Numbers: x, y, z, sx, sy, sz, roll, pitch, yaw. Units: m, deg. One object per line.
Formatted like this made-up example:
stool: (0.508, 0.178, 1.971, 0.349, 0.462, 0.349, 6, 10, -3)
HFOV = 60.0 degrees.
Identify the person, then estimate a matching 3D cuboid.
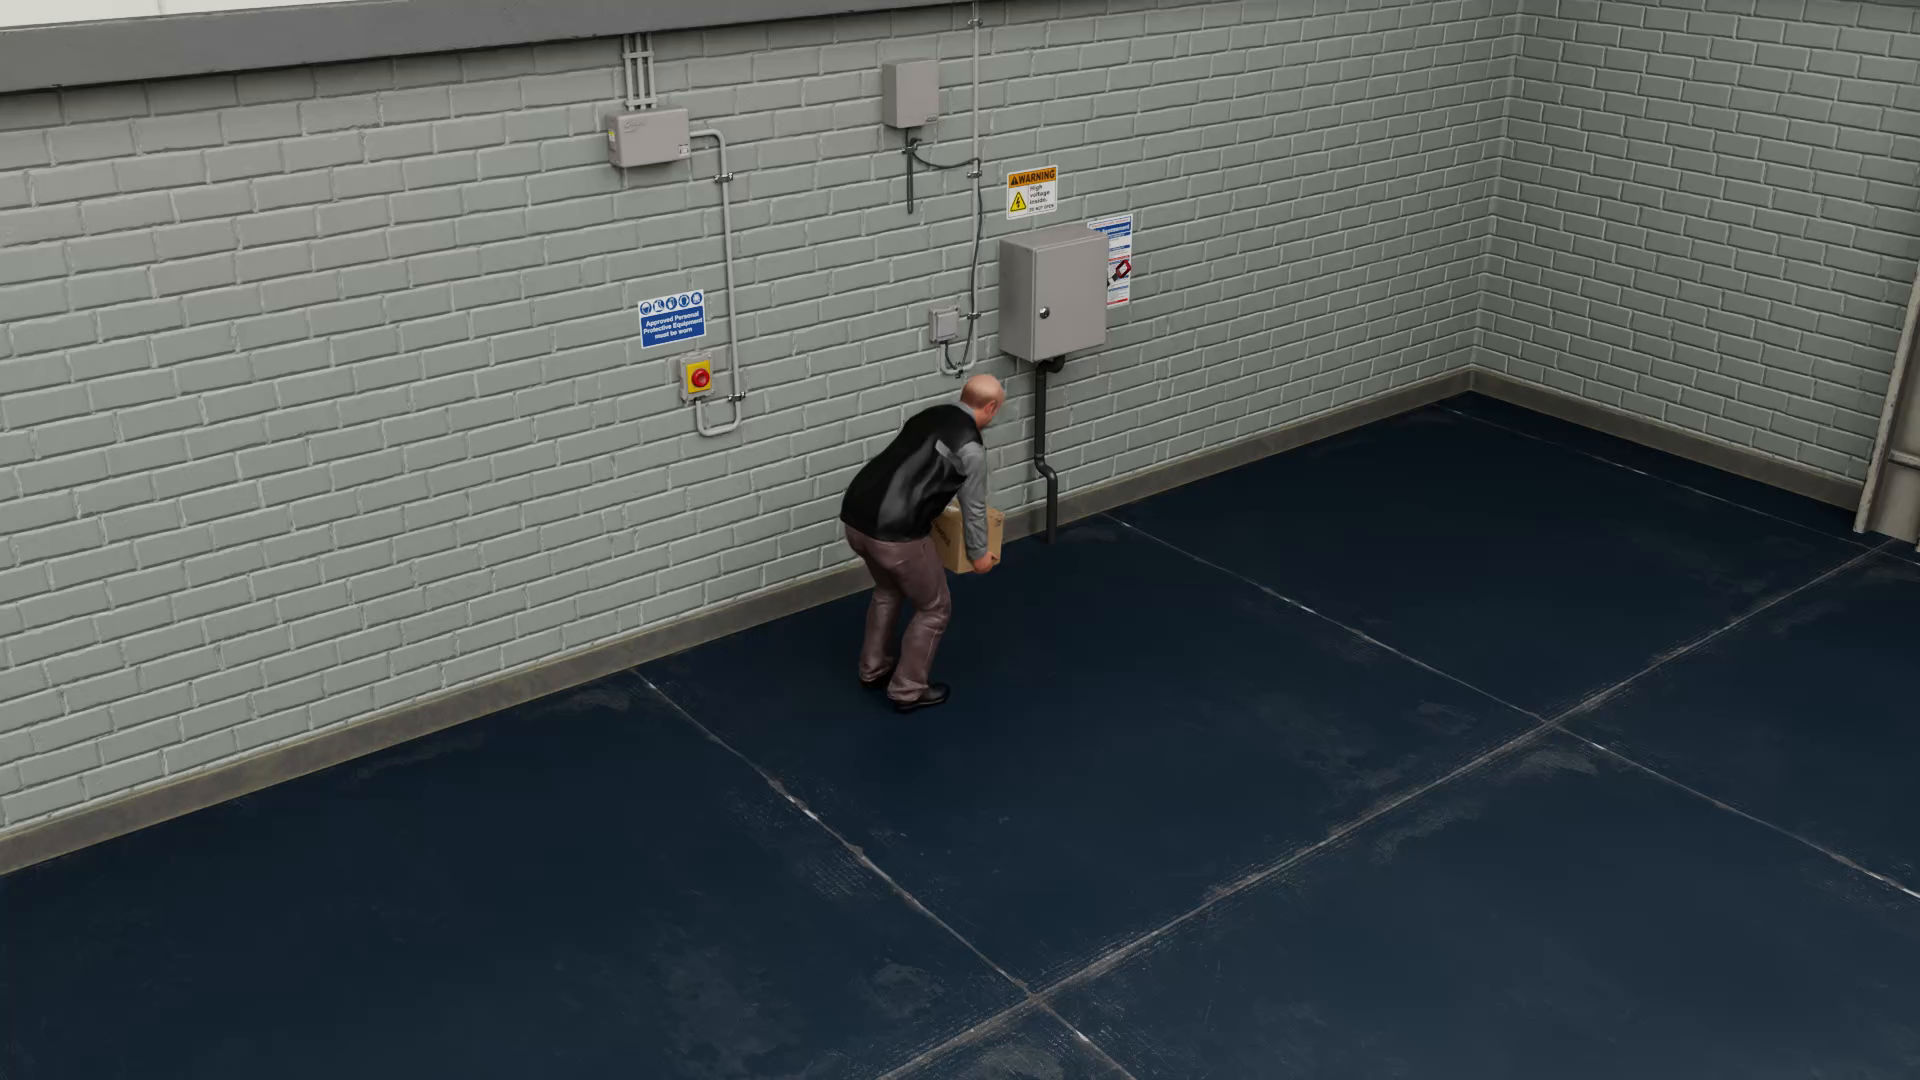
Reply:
person: (-0.136, 0.006, 7.486, 0.833, 1.424, 0.470, -19, 31, -35)
